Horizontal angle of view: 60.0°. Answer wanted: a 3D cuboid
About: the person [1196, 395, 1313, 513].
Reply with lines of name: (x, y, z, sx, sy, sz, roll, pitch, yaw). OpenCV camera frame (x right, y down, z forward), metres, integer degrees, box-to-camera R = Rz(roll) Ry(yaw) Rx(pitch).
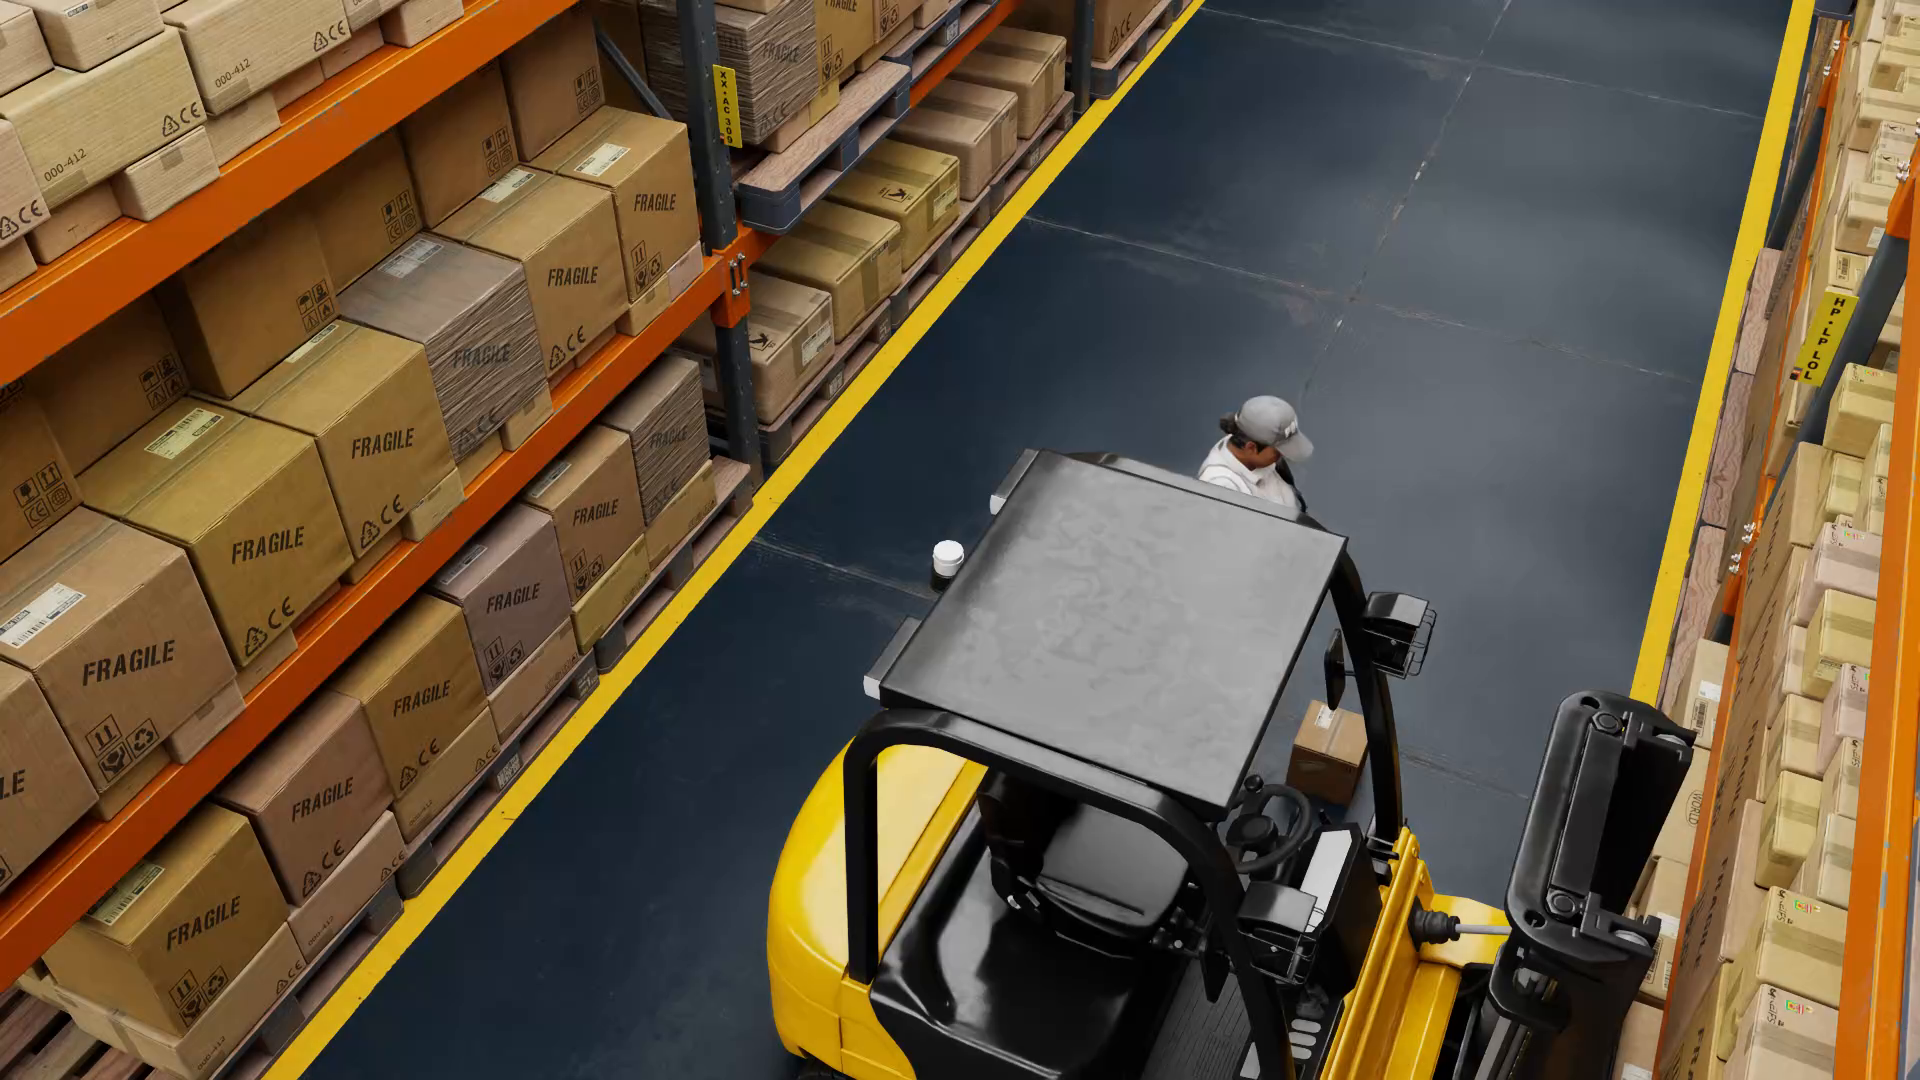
person: (0.984, 0.149, 6.010, 0.394, 1.652, 0.475, 18, 45, 19)
